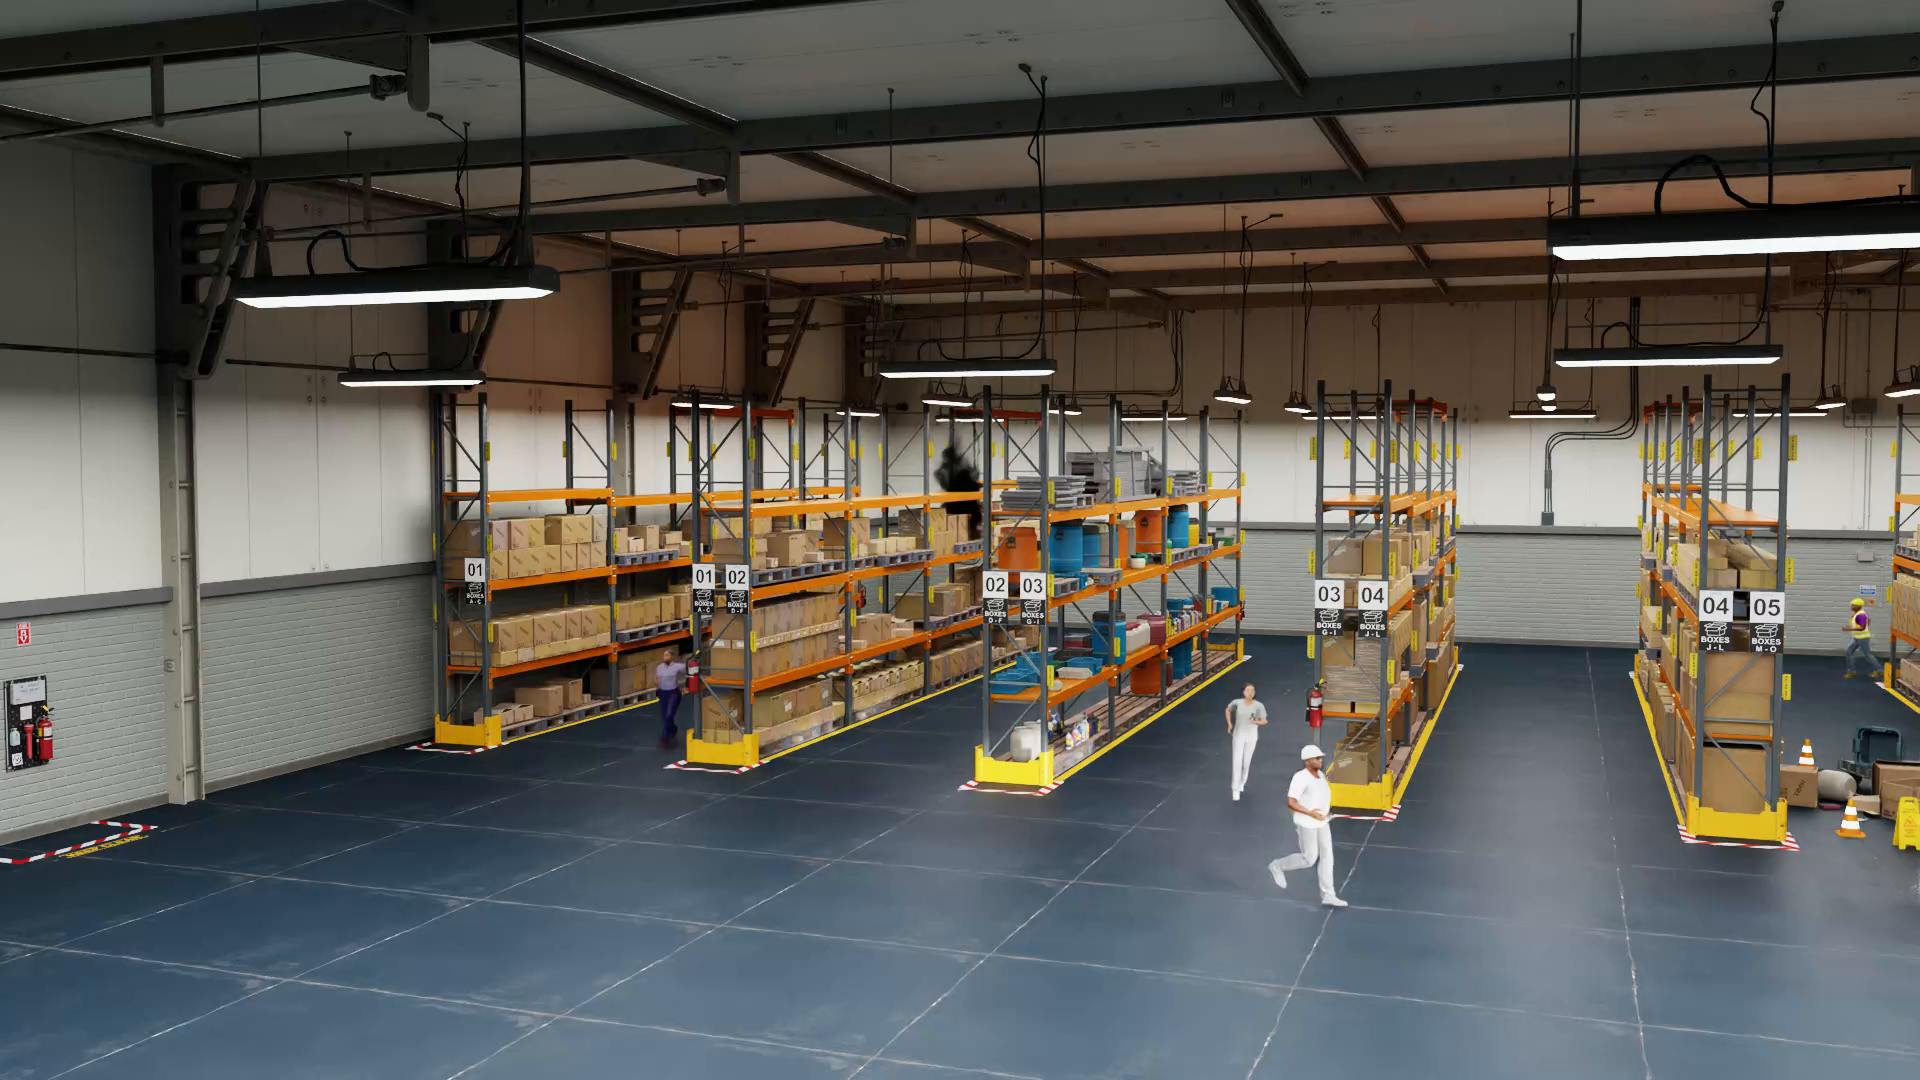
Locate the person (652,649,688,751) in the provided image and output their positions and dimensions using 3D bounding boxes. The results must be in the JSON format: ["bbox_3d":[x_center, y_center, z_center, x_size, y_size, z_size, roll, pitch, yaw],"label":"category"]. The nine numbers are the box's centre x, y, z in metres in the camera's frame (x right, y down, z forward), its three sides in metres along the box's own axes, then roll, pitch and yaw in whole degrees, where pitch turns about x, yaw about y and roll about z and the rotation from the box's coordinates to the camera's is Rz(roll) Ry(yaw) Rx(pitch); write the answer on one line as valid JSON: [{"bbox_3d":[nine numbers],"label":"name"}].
[{"bbox_3d":[-4.947,2.687,28.226,0.609,1.636,0.957,1,3,19],"label":"person"}]

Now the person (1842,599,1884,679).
[{"bbox_3d":[19.803,2.193,36.511,0.880,1.810,0.606,1,3,10],"label":"person"}]

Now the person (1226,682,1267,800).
[{"bbox_3d":[4.104,2.851,23.789,0.573,1.648,1.039,0,3,5],"label":"person"}]

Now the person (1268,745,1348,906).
[{"bbox_3d":[3.880,3.145,18.430,0.948,1.753,0.698,3,4,44],"label":"person"}]
